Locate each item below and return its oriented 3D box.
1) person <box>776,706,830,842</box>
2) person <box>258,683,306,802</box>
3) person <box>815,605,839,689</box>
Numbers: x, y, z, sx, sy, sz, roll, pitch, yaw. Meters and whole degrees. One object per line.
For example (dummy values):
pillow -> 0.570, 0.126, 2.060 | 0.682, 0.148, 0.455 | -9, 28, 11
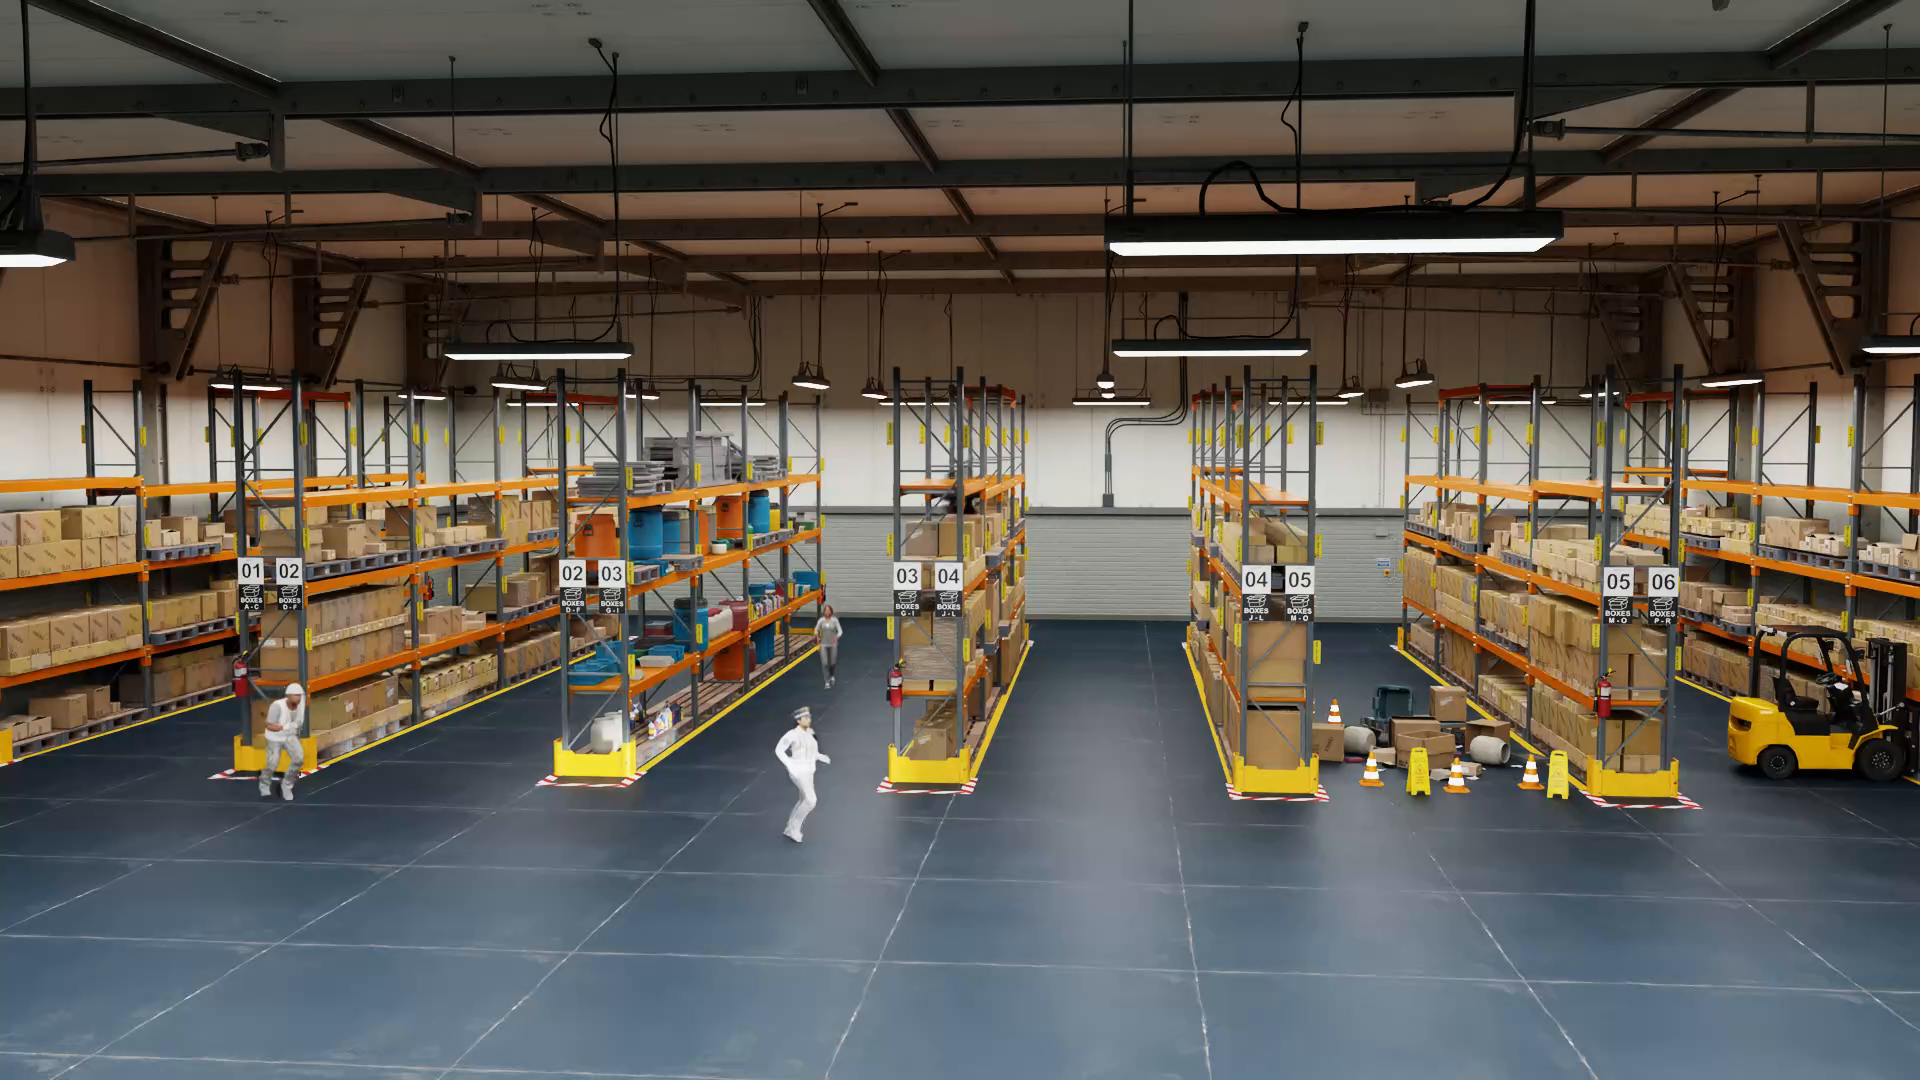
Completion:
person -> -1.920, 2.885, 20.541 | 0.628, 1.672, 0.588 | 2, 4, 30
person -> -9.295, 2.770, 22.836 | 0.984, 1.669, 0.677 | 2, 4, 34
person -> -2.490, 1.993, 31.198 | 0.496, 1.559, 0.511 | 0, 4, -2
